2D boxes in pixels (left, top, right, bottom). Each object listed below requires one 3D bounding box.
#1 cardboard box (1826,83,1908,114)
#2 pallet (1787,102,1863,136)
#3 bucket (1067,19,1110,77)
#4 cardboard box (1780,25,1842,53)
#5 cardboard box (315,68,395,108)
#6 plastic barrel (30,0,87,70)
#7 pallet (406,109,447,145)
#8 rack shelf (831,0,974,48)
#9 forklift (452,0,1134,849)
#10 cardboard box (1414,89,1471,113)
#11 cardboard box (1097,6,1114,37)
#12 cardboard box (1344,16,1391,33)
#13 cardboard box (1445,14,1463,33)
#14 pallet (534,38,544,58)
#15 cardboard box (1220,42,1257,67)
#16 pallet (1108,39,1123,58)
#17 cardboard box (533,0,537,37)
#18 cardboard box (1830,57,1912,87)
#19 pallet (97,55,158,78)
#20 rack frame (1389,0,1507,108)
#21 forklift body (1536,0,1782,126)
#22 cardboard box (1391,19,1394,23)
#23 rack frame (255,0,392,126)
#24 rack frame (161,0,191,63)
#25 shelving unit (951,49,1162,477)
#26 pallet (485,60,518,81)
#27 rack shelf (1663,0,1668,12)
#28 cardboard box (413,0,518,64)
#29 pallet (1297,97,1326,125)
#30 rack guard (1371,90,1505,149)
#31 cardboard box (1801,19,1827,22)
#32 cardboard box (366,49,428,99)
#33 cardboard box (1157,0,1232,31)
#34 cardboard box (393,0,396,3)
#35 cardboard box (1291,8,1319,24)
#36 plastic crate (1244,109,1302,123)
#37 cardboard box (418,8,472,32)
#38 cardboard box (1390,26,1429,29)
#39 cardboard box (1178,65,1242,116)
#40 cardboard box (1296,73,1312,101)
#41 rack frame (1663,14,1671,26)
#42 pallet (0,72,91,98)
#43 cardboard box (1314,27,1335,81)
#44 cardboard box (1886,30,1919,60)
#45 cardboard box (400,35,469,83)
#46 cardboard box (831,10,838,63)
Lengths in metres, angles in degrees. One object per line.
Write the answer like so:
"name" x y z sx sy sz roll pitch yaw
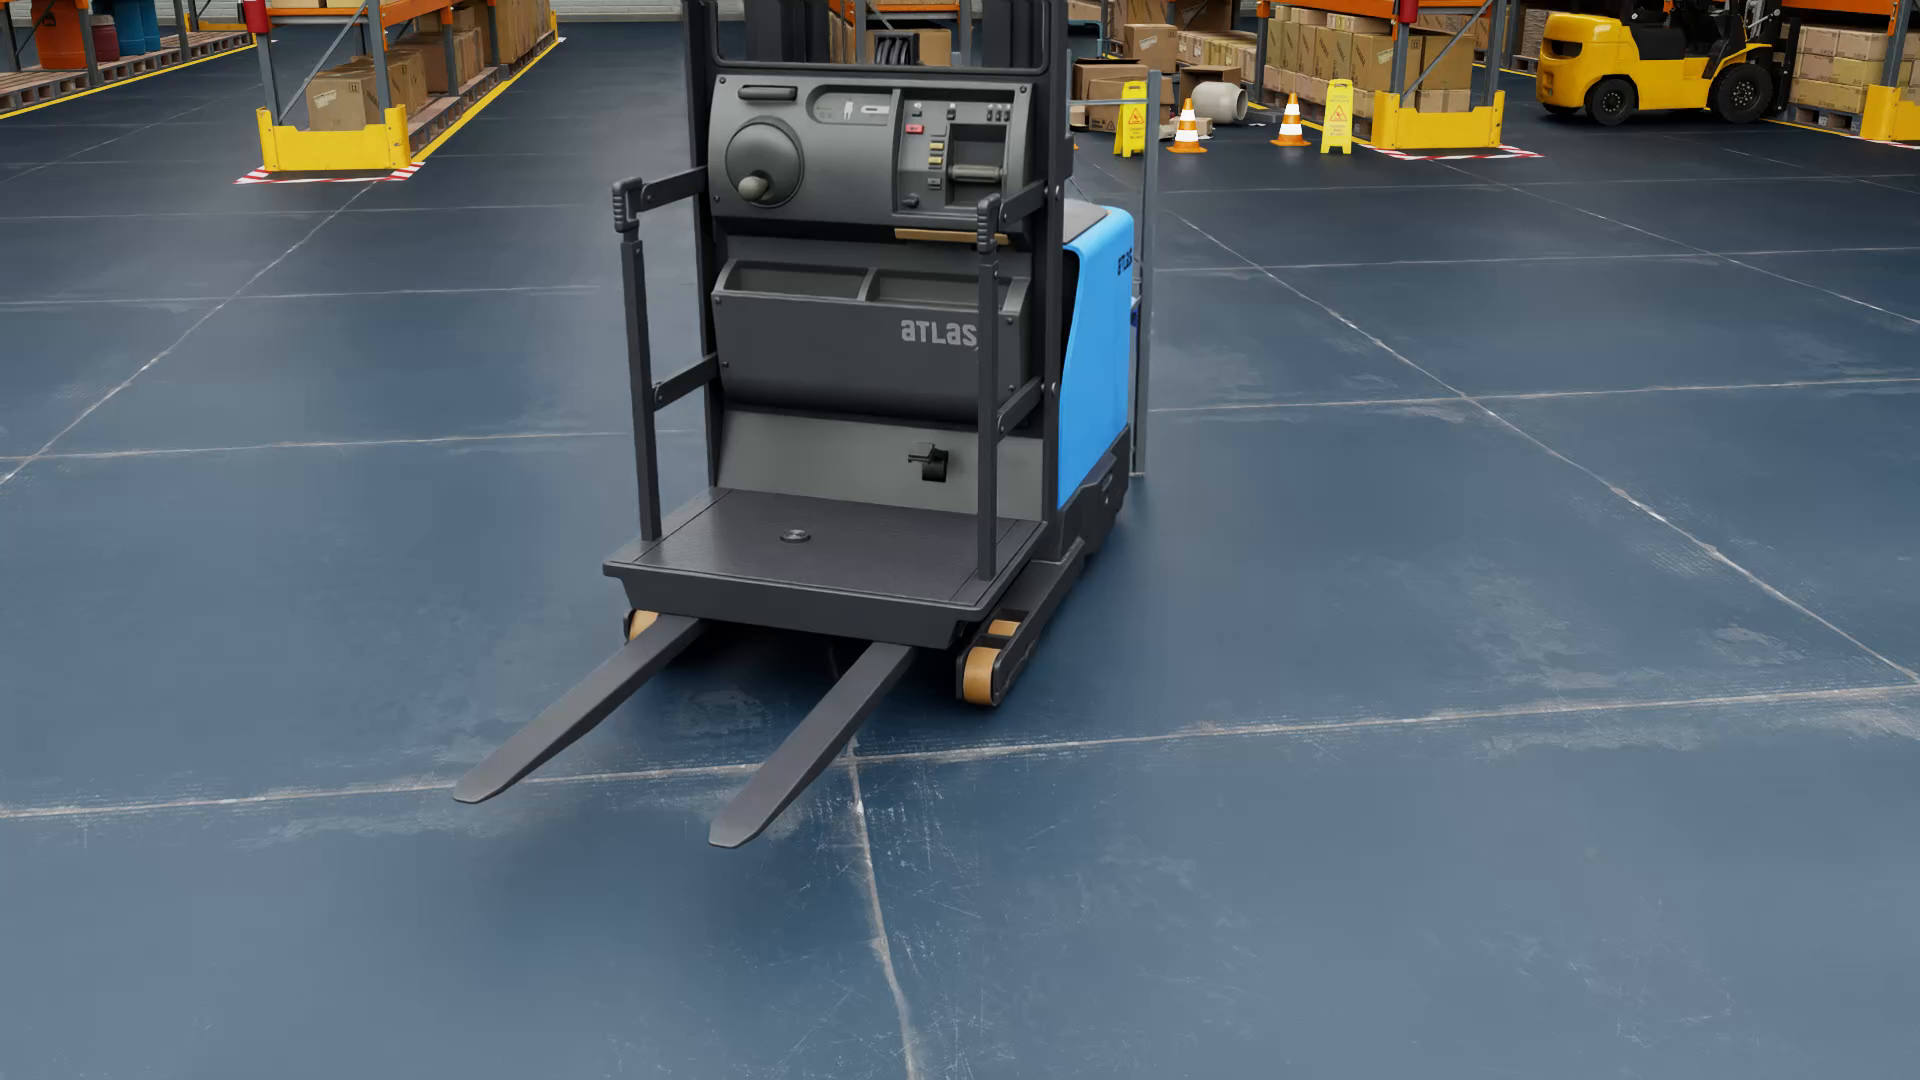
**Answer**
"cardboard box" 9.008 -4.394 16.524 0.500 0.250 0.500 -3 21 -7
"pallet" 9.237 -4.295 16.915 1.003 0.211 1.213 -3 21 -8
"bucket" 1.318 -5.435 18.488 0.726 0.611 0.620 4 11 11
"cardboard box" 8.851 -5.210 17.280 0.500 0.250 0.500 -3 21 -7
"cardboard box" -5.523 -4.035 15.206 0.500 0.500 0.500 2 21 6
"plastic barrel" -11.471 -6.456 21.216 0.600 0.830 0.708 -3 21 -8
"pallet" -5.595 -4.012 16.156 1.003 0.211 1.213 -3 21 -8
"rack shelf" -0.695 -5.158 16.267 1.077 0.370 4.000 -3 21 -8
"forklift" -0.321 -1.076 4.409 1.130 2.935 3.031 6 21 16
"cardboard box" 4.634 -4.289 16.242 0.500 0.250 0.500 -3 21 -8
"cardboard box" 2.763 -8.461 27.145 0.875 0.438 0.875 -3 21 -9
"cardboard box" 3.984 -5.039 16.251 0.380 0.149 0.250 -2 21 -6
"cardboard box" 7.728 -7.804 25.295 0.500 0.500 0.500 -4 21 -10
"pallet" -7.092 -7.703 26.039 1.003 0.211 1.213 -3 21 -8
"cardboard box" 3.715 -5.868 20.296 0.950 0.372 0.625 -2 21 -4
"pallet" 2.933 -7.672 25.957 1.003 0.211 1.213 -3 21 -8
"cardboard box" -7.075 -8.176 25.756 0.875 0.875 0.875 -3 21 -8
"cardboard box" 9.009 -4.634 16.453 0.500 0.250 0.500 -3 21 -8
"pallet" -11.711 -6.493 22.800 1.003 0.211 1.213 -3 21 -8
"rack frame" 4.477 -5.087 15.050 1.000 3.000 0.127 -3 21 -8
"forklift body" 7.310 -5.506 17.383 2.313 2.155 1.214 -3 21 -8
"cardboard box" 7.236 -8.711 28.060 0.396 0.266 0.258 -2 21 -6
"rack frame" -5.330 -4.587 13.711 1.000 3.000 0.127 -3 21 -8
"rack frame" -11.961 -8.492 24.167 1.000 3.000 0.127 -3 21 -8
"shelving unit" 0.337 -1.105 6.532 0.538 1.500 1.048 -5 21 -14
"pallet" -6.522 -6.328 22.356 1.003 0.211 1.213 -3 21 -8
"rack shelf" 8.523 -7.079 21.411 1.077 0.370 4.000 -3 21 -8
"cardboard box" -6.562 -6.799 22.068 1.225 0.875 0.875 -4 21 -10
"pallet" 4.211 -4.512 17.494 1.003 0.211 1.213 -3 21 -8
"rack guard" 4.466 -3.943 15.557 1.175 0.500 0.348 -3 21 -8
"cardboard box" 9.222 -5.590 18.296 0.500 0.250 0.500 -3 21 -7
"cardboard box" -5.888 -4.858 17.407 0.500 0.500 0.500 -4 21 -9
"cardboard box" 3.306 -7.302 23.416 0.875 0.875 0.875 -3 21 -8
"cardboard box" -5.230 -4.841 14.749 0.380 0.149 0.250 -3 21 -8
"cardboard box" 3.753 -5.594 17.737 0.380 0.149 0.250 -2 21 -6
"plastic crate" 3.315 -4.519 17.702 0.402 0.080 0.583 -11 23 -26
"cardboard box" -6.270 -6.330 20.249 0.500 0.250 0.500 -1 20 -2
"cardboard box" 4.486 -5.003 17.083 0.500 0.500 0.500 -3 21 -7
"cardboard box" 2.708 -4.863 18.018 0.500 0.500 0.500 12 24 29
"cardboard box" 3.885 -4.795 17.597 0.500 0.250 0.500 -3 21 -8
"rack frame" 8.812 -6.724 19.431 1.000 3.000 0.127 -3 21 -8
"pallet" -11.311 -5.531 20.223 1.003 0.211 1.213 -3 21 -8
"cardboard box" 3.959 -4.967 16.986 0.500 0.500 0.500 -3 21 -9
"cardboard box" 9.506 -4.892 16.427 0.500 0.250 0.500 -3 21 -9
"cardboard box" -6.105 -5.581 19.315 0.700 0.500 0.500 -5 21 -12
"cardboard box" -0.962 -5.168 17.701 0.875 0.875 0.875 -3 21 -7
